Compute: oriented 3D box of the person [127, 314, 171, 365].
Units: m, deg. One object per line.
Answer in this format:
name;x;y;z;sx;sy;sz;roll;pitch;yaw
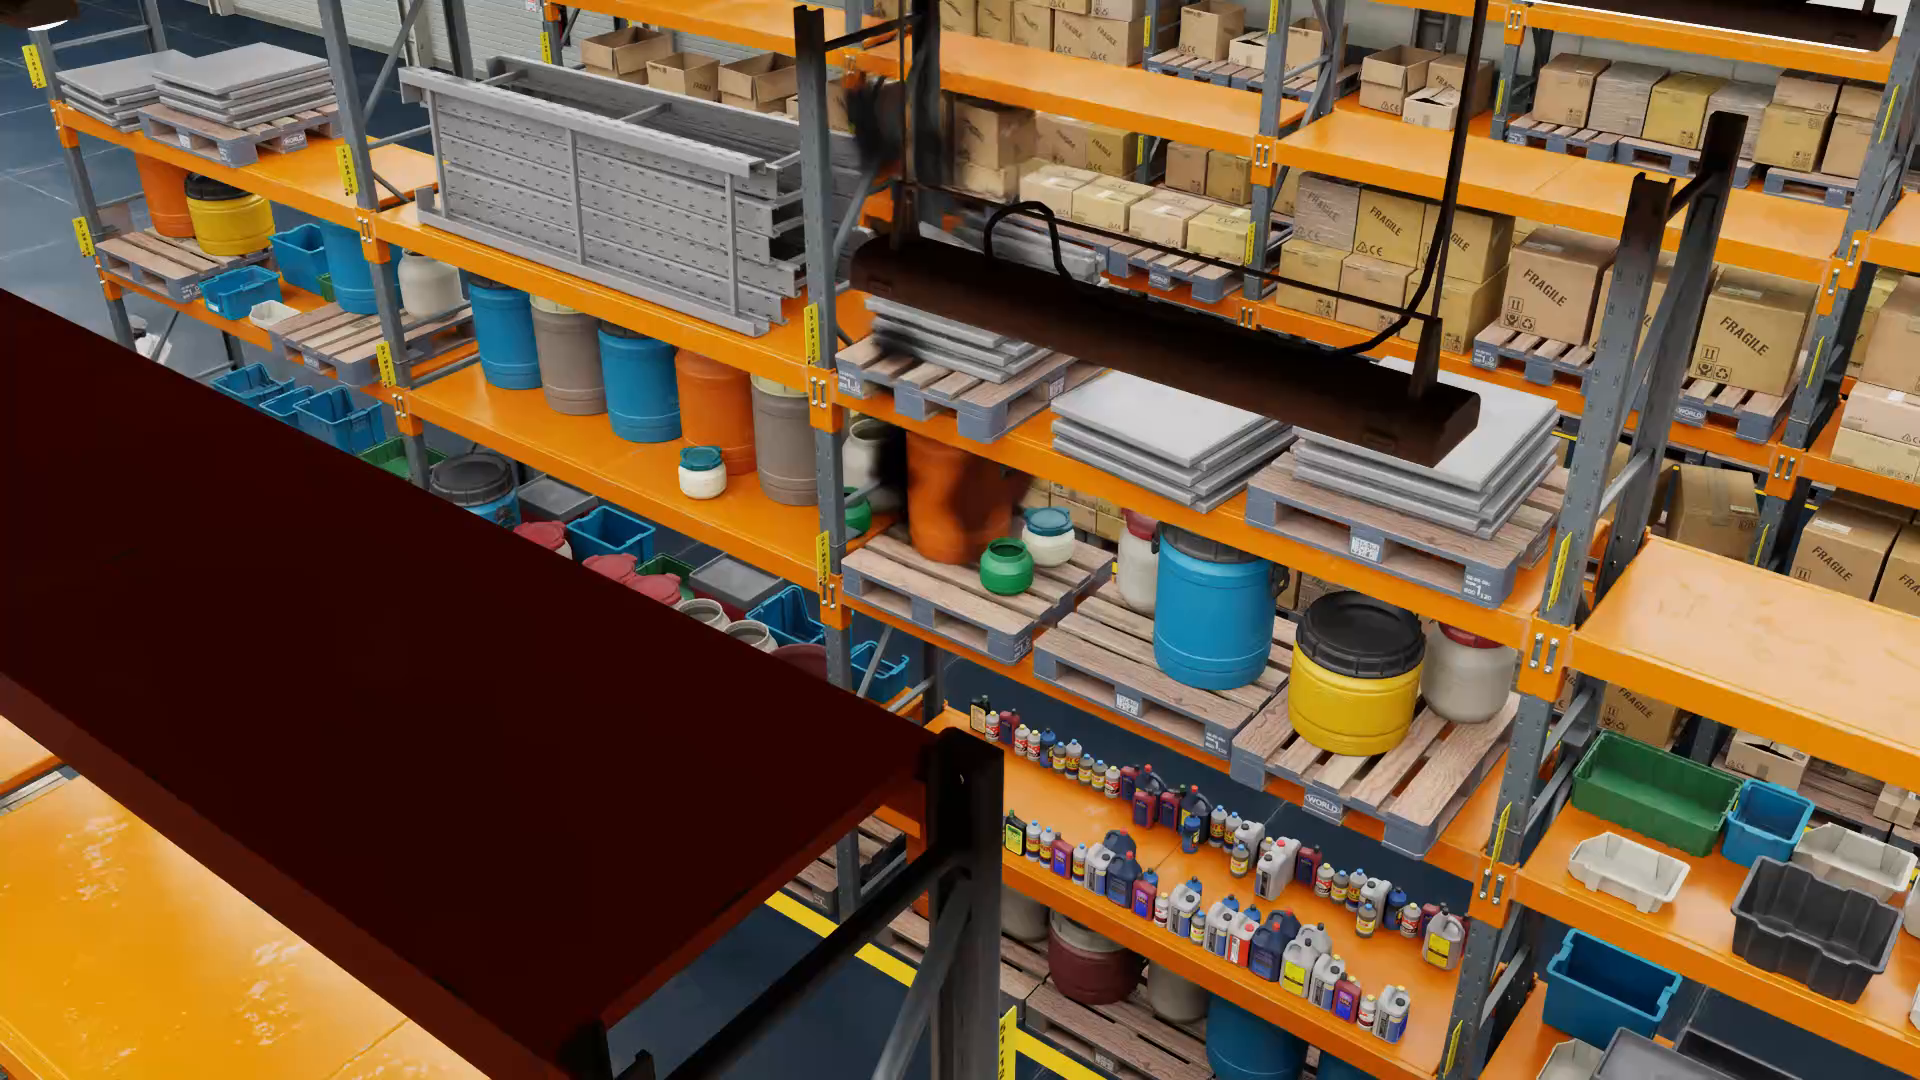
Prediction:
person;-7.745;-1.396;15.988;0.883;1.711;0.648;-8;32;-13
